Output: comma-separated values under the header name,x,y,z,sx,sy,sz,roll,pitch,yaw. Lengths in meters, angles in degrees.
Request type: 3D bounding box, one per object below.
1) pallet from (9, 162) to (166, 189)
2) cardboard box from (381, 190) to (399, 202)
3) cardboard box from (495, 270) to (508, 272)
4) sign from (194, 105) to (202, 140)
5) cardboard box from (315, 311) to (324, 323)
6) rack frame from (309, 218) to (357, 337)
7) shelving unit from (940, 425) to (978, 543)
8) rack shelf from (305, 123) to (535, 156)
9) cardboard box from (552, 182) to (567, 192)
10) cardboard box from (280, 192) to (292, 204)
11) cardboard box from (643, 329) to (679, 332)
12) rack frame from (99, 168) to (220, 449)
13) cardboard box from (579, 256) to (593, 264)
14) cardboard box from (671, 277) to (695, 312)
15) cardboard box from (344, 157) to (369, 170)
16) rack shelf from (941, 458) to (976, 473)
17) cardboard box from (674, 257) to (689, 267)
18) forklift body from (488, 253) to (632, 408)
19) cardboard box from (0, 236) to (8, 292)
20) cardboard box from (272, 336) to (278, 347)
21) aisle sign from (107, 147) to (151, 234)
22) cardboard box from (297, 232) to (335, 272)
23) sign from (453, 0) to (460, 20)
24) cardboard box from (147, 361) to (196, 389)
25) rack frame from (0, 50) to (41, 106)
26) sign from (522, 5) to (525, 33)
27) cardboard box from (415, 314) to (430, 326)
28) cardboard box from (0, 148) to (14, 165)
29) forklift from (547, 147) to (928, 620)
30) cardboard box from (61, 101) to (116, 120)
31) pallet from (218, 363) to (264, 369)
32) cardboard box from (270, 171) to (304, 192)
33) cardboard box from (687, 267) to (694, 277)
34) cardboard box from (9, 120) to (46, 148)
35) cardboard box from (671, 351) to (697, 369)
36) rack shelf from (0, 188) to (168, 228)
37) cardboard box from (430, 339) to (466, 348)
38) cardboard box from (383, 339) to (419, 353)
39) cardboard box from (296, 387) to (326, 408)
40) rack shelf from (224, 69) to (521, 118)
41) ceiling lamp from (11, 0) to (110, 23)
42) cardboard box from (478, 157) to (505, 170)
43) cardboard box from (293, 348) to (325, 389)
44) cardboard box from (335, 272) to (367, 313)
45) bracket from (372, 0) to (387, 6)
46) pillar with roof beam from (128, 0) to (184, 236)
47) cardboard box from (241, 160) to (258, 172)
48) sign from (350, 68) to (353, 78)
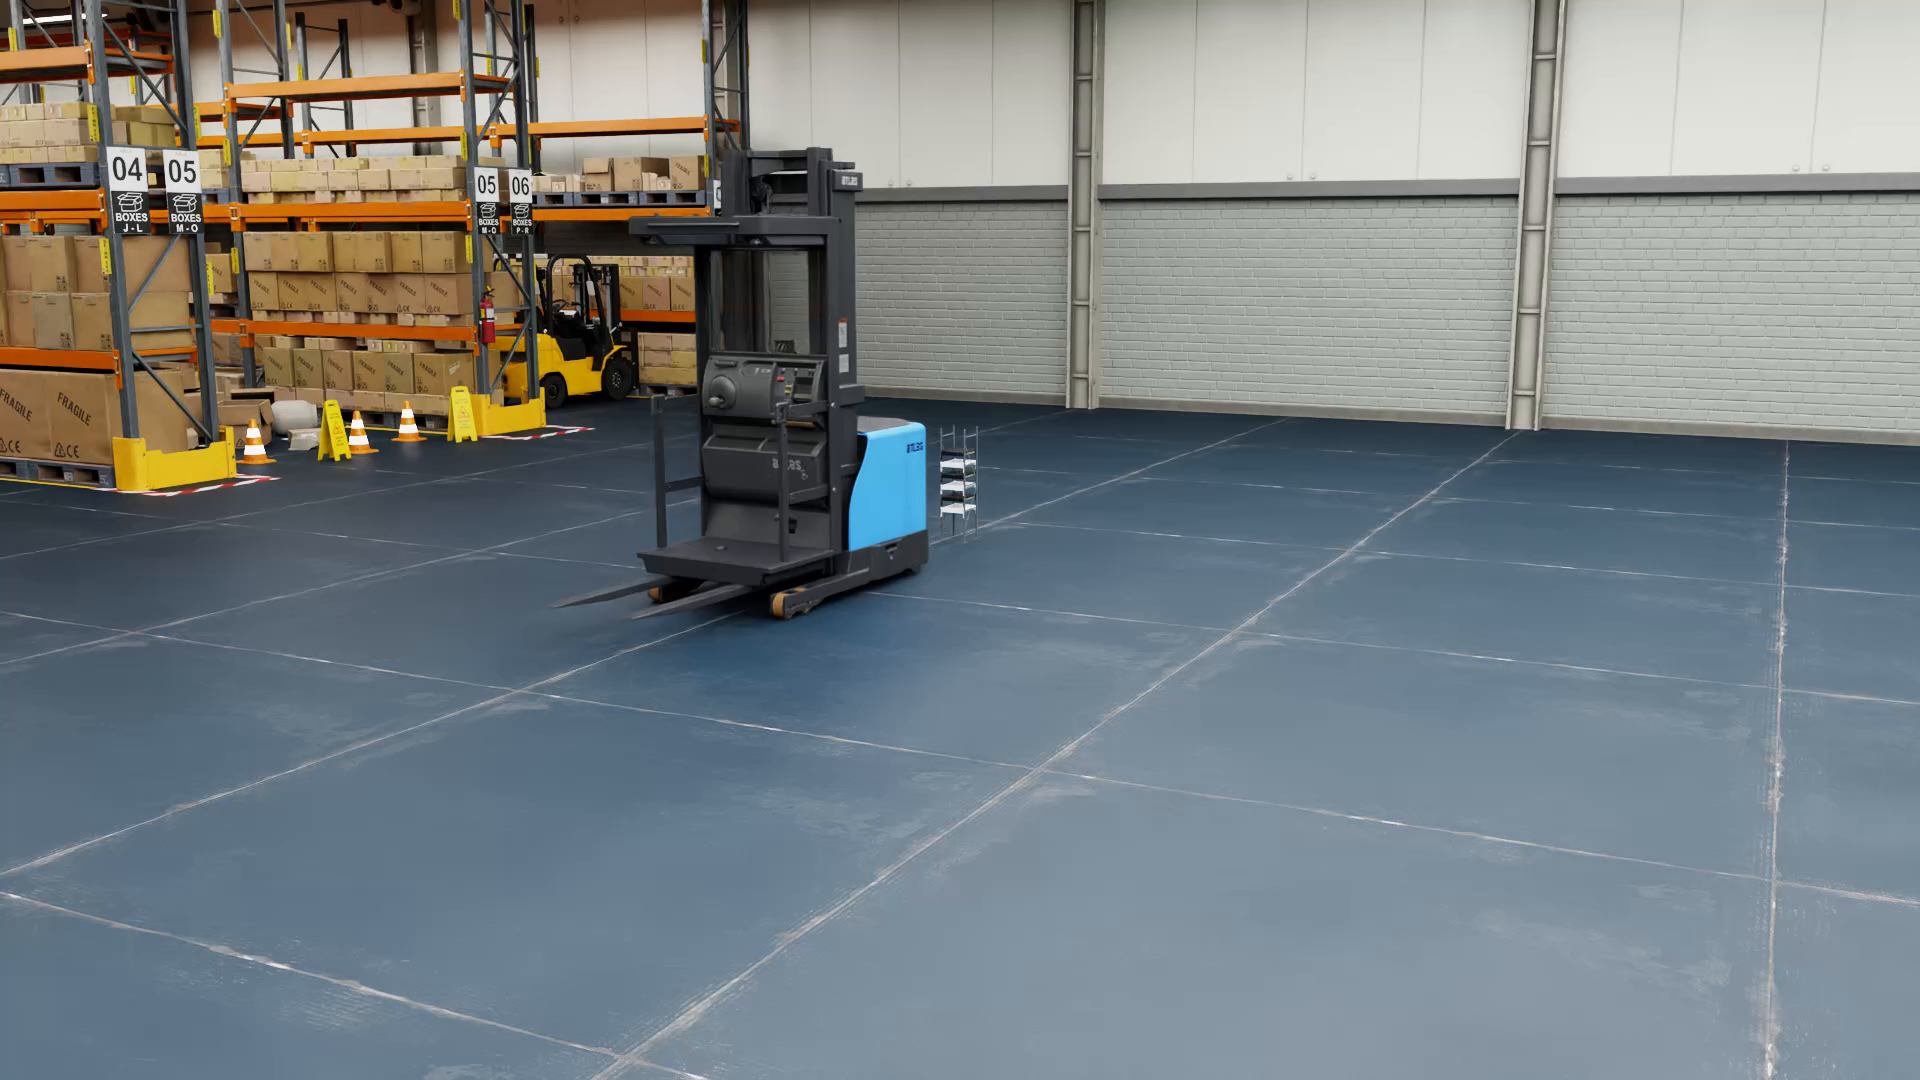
name,x,y,z,sx,sy,sz,roll,pitch,yaw
pallet,-8.376,-3.531,16.144,1.213,0.211,1.003,5,11,26
cardboard box,-6.953,-4.260,20.627,0.250,0.149,0.380,5,11,25
cardboard box,-7.405,-4.309,26.511,0.250,0.149,0.380,5,12,28
sign,-7.455,-4.075,16.225,0.005,0.325,0.100,5,11,26
cardboard box,-8.092,-2.887,21.466,0.250,0.149,0.380,5,11,26
rack frame,-10.588,-4.264,28.367,0.127,3.000,1.000,5,11,26
shelving unit,-0.007,-0.443,13.154,0.210,0.900,0.258,5,11,26
rack shelf,-8.794,-6.508,27.062,4.000,0.370,1.077,5,11,26
cardboard box,-6.043,-5.413,25.536,0.250,0.149,0.380,5,12,28
cardboard box,-8.541,-4.413,21.473,0.250,0.149,0.380,5,11,26
cardboard box,-4.654,-3.127,25.820,0.500,0.250,0.500,5,11,25
rack frame,-7.706,-2.042,16.090,0.127,3.000,1.000,5,11,26
cardboard box,-5.656,-4.302,25.641,0.250,0.149,0.380,5,11,26
cardboard box,-3.971,-3.680,24.857,0.500,0.500,0.500,5,11,25
cardboard box,-7.430,-4.680,20.711,0.250,0.149,0.380,5,12,27
rack shelf,-0.007,-0.588,13.127,0.200,0.077,0.258,5,11,26
cardboard box,-4.063,-4.157,24.841,0.250,0.149,0.380,5,11,26
forklift body,-5.921,-3.074,24.175,1.214,2.155,2.313,5,11,26
cardboard box,-9.531,-2.798,16.814,0.500,0.550,0.875,5,11,26
cardboard box,-11.506,-3.281,28.774,0.500,0.500,0.500,5,11,25
aisle sign,-7.775,-3.268,15.563,0.004,0.787,0.394,5,11,26
cardboard box,-8.008,-3.686,21.252,0.500,0.500,0.700,5,11,25
sign,-5.870,-6.243,19.389,0.005,0.325,0.100,5,11,26
cardboard box,-9.954,-2.012,20.815,0.500,0.500,0.500,5,11,26
rack frame,-17.762,-7.846,31.316,0.127,3.000,1.000,5,11,26
sign,-5.366,-6.378,20.356,0.005,0.325,0.100,5,11,26
cardboard box,-6.533,-2.738,20.641,0.250,0.149,0.380,5,11,25
cardboard box,-9.067,-3.702,16.088,0.250,0.149,0.380,5,11,25
forklift,-1.400,-1.037,10.729,1.130,2.935,3.031,6,12,29
cardboard box,-8.158,-4.015,15.575,0.250,0.149,0.380,5,11,26
pallet,-12.331,-3.053,29.506,1.213,0.211,1.003,5,11,26
cardboard box,-8.453,-4.587,21.314,0.500,0.250,0.500,5,11,25
cardboard box,-3.848,-3.984,24.721,0.250,0.149,0.380,5,11,27
cardboard box,-8.717,-3.880,15.948,0.500,0.250,0.500,5,11,26
cardboard box,-3.988,-2.722,24.983,0.500,0.250,0.500,5,11,25
rack shelf,-9.500,-3.322,16.758,4.000,0.370,1.077,5,11,26
cardboard box,-8.166,-3.089,27.361,0.625,0.625,0.875,5,11,25
cardboard box,-7.023,-2.442,20.916,0.250,0.149,0.380,5,12,27
cardboard box,-8.300,-1.879,21.733,0.500,0.250,0.500,6,12,29
rack shelf,-7.400,-5.594,20.903,4.000,0.370,1.077,5,11,26
ceiling lamp,-14.396,-9.986,26.750,2.000,3.185,0.800,5,11,26
cardboard box,-5.835,-4.646,20.521,0.250,0.149,0.380,5,11,25
cardboard box,-8.299,-2.248,21.666,0.500,0.500,0.500,6,12,28
cardboard box,-7.555,-3.158,21.140,0.500,0.500,0.500,5,11,26
bracket,-9.549,-9.004,27.607,0.430,0.232,0.235,5,11,26
pillar with roof beam,-16.305,-7.042,26.874,0.548,9.000,9.100,5,11,26
cardboard box,-9.055,-4.823,21.503,0.250,0.149,0.380,5,11,25
sign,-10.345,-7.842,28.227,0.005,0.325,0.100,5,11,26
